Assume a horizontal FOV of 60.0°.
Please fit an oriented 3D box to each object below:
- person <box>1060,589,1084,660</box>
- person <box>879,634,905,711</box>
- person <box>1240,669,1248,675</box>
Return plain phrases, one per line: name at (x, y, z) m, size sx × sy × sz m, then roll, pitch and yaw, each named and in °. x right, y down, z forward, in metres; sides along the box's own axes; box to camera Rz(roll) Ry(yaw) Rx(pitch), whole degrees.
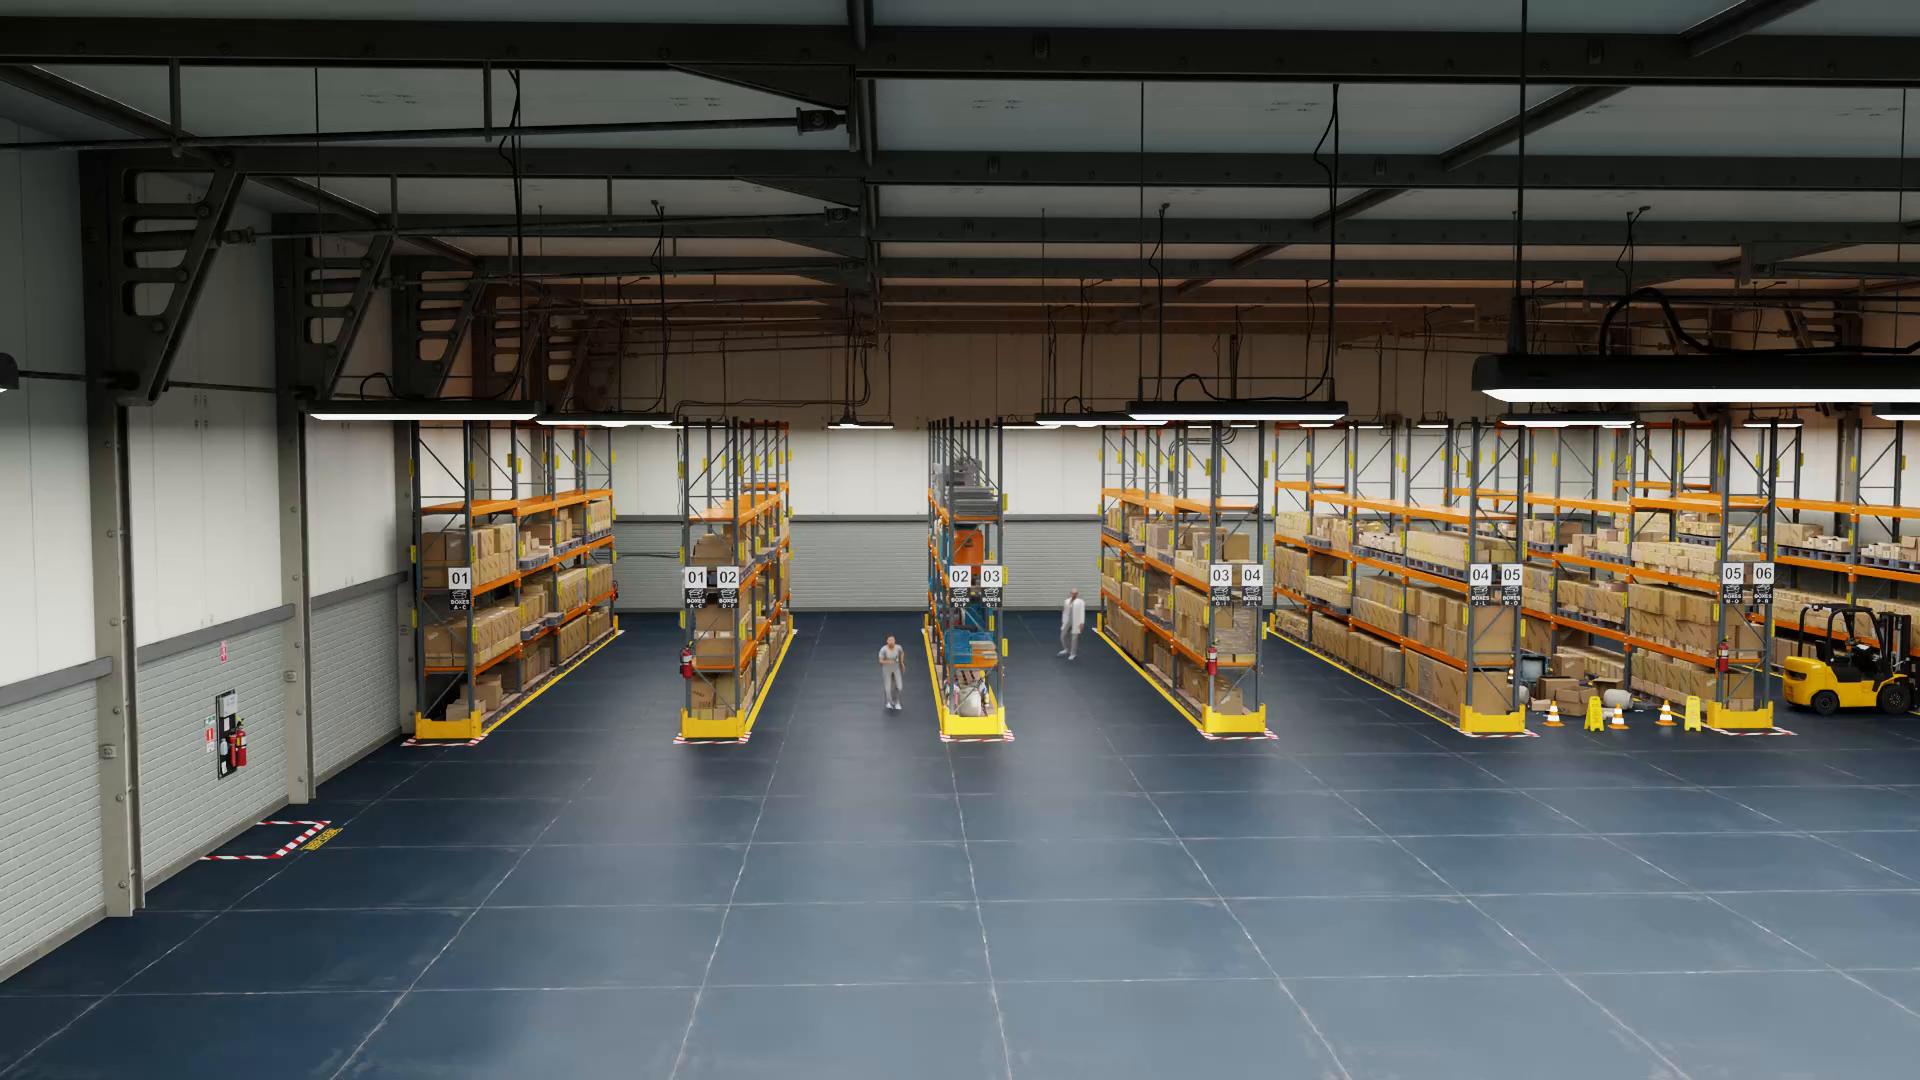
person at (2.831, 2.118, 41.874) m, size 0.700 × 1.809 × 0.547 m, roll 2°, pitch 4°, yaw 28°
person at (-1.393, 2.701, 34.087) m, size 0.565 × 1.592 × 0.909 m, roll -1°, pitch 4°, yaw -10°
person at (6.711, 2.337, 39.252) m, size 0.715 × 1.595 × 1.102 m, roll 0°, pitch 4°, yaw 7°
